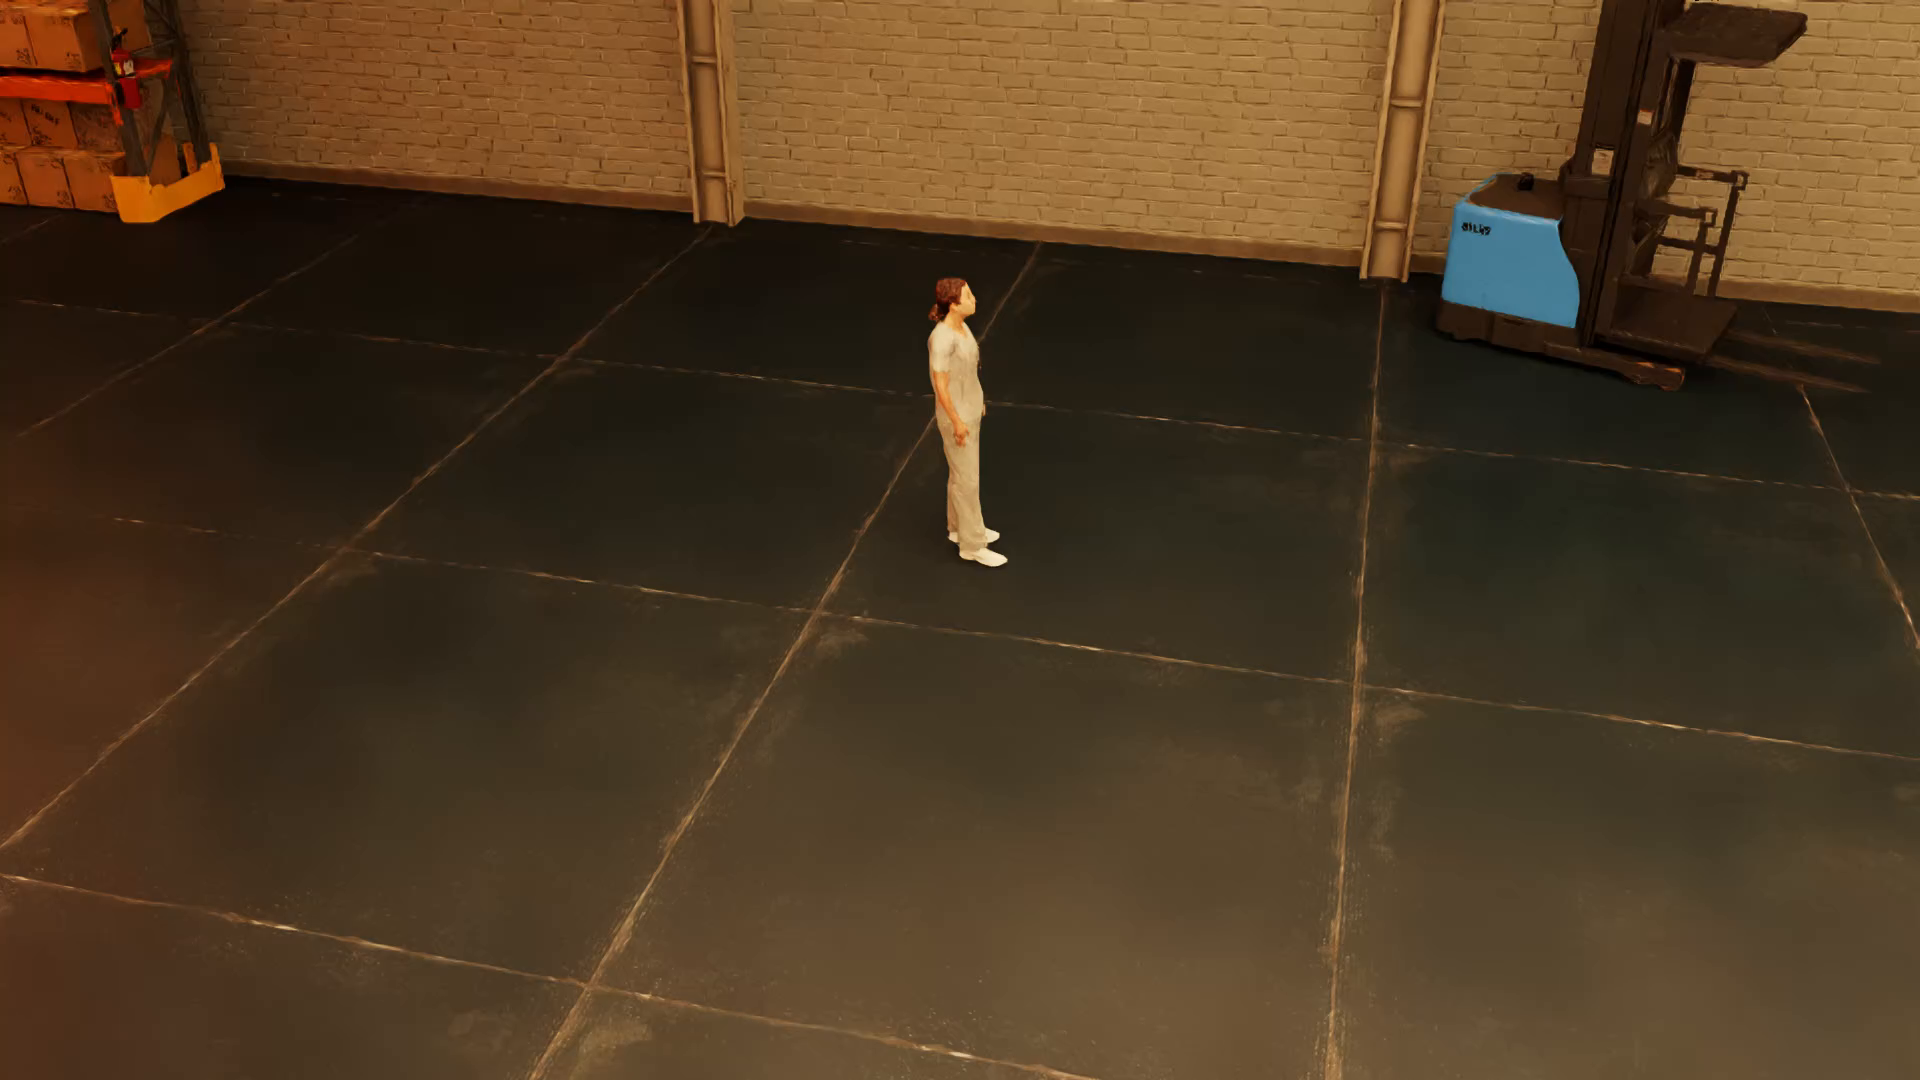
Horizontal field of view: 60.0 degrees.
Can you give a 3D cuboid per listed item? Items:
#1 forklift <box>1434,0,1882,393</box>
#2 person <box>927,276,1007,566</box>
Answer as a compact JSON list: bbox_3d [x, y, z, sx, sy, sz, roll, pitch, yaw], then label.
[{"bbox_3d":[5.195,-2.653,11.852,3.031,2.935,1.130,18,34,29],"label":"forklift"},{"bbox_3d":[0.069,-0.720,9.700,0.548,1.674,0.550,7,30,12],"label":"person"}]
